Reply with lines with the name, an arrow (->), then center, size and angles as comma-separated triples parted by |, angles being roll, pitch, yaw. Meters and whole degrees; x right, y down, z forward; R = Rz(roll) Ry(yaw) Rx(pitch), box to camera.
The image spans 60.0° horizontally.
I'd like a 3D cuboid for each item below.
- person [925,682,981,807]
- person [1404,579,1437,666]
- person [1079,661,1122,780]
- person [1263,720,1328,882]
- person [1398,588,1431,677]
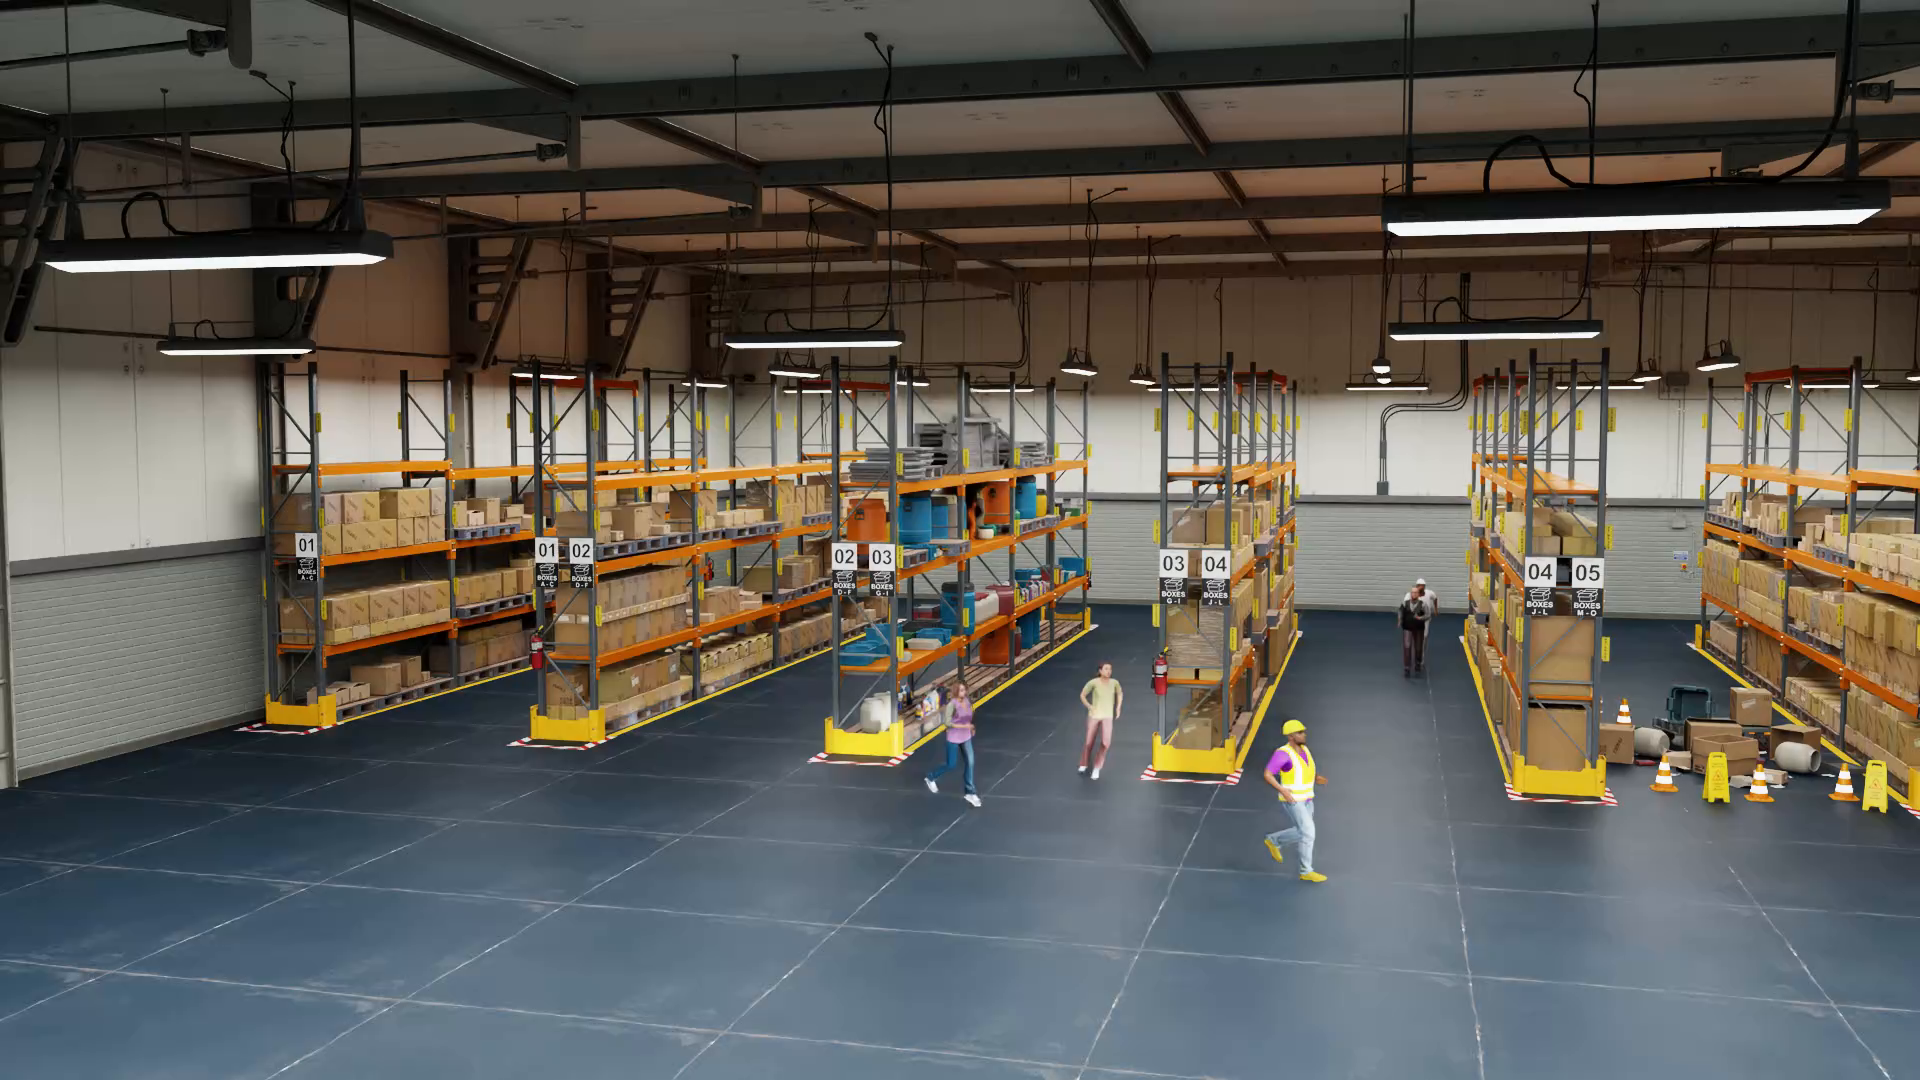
person -> -0.056, 2.665, 21.956 | 0.550, 1.602, 0.885 | -4, 6, -43
person -> 9.585, 1.690, 34.661 | 0.729, 1.805, 0.946 | 1, 4, 9
person -> 2.009, 2.532, 23.540 | 0.635, 1.664, 0.673 | 0, 4, -4
person -> 3.681, 2.847, 18.314 | 0.846, 1.739, 0.714 | 4, 5, 42
person -> 8.963, 1.801, 32.869 | 0.658, 1.715, 0.947 | 1, 4, 20
